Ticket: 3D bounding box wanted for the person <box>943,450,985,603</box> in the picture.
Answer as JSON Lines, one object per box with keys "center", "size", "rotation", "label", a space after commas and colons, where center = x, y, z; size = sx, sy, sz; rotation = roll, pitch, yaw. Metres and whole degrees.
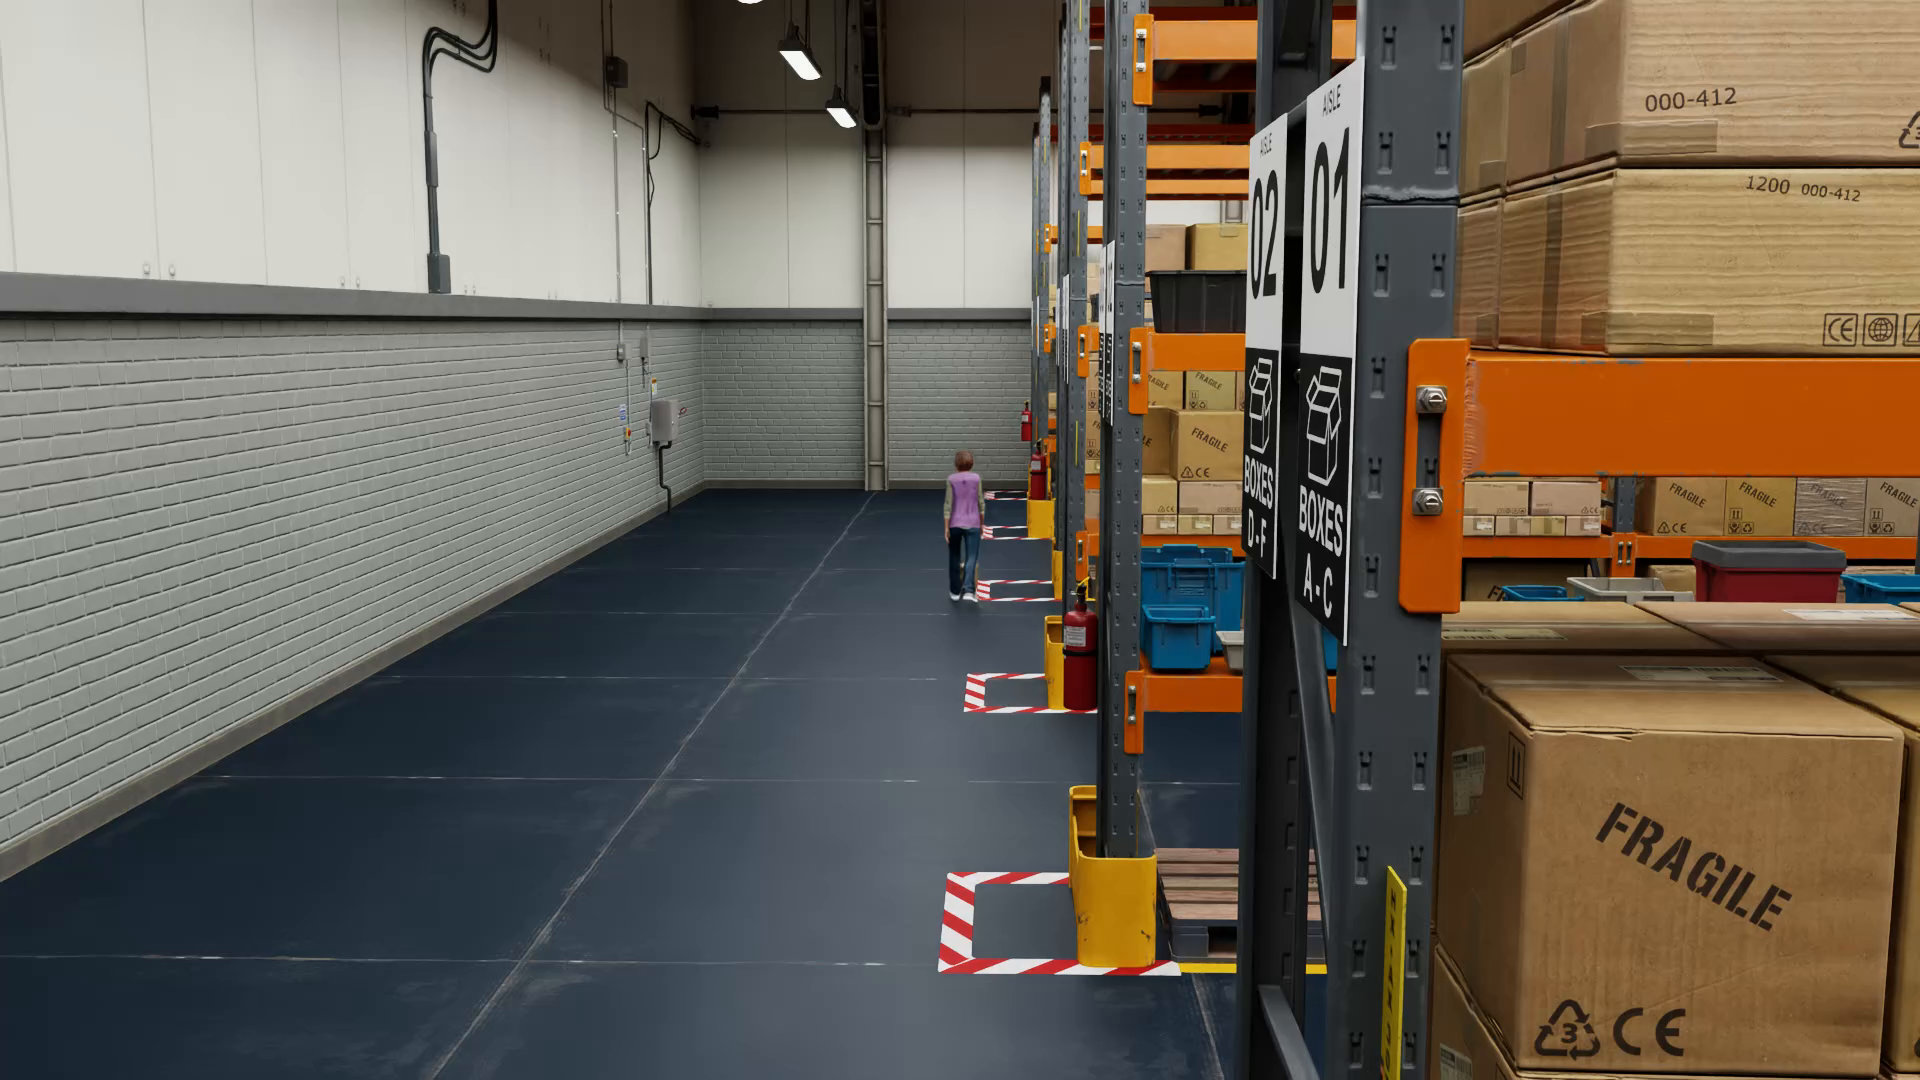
{"center": [0.043, -0.134, 16.874], "size": [0.424, 1.548, 0.880], "rotation": [0, 7, 2], "label": "person"}
